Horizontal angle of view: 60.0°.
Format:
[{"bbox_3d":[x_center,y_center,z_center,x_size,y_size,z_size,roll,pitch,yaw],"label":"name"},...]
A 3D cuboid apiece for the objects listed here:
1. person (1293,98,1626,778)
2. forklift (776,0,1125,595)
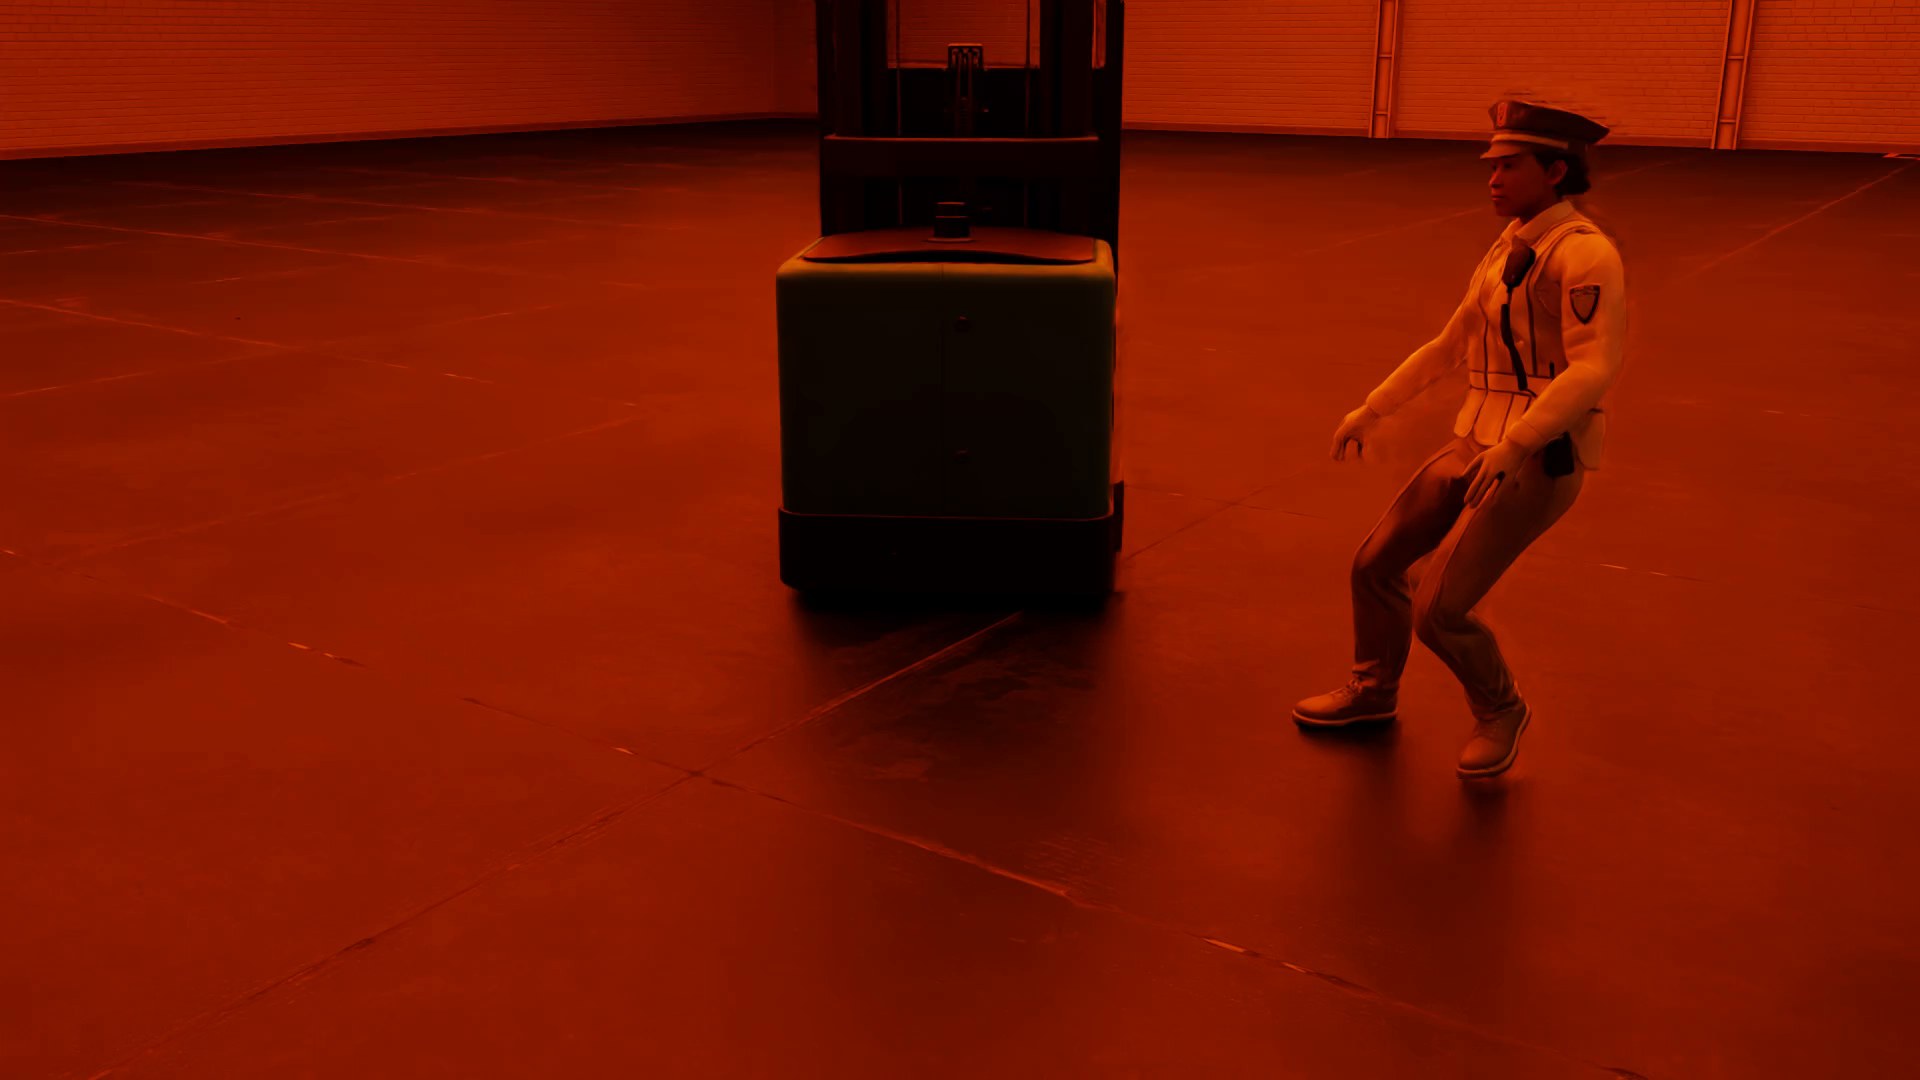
[{"bbox_3d":[1.175,-0.223,3.919,0.548,1.582,0.717,-3,17,-8],"label":"person"},{"bbox_3d":[0.053,-1.607,6.207,1.130,2.935,3.031,1,17,4],"label":"forklift"}]
